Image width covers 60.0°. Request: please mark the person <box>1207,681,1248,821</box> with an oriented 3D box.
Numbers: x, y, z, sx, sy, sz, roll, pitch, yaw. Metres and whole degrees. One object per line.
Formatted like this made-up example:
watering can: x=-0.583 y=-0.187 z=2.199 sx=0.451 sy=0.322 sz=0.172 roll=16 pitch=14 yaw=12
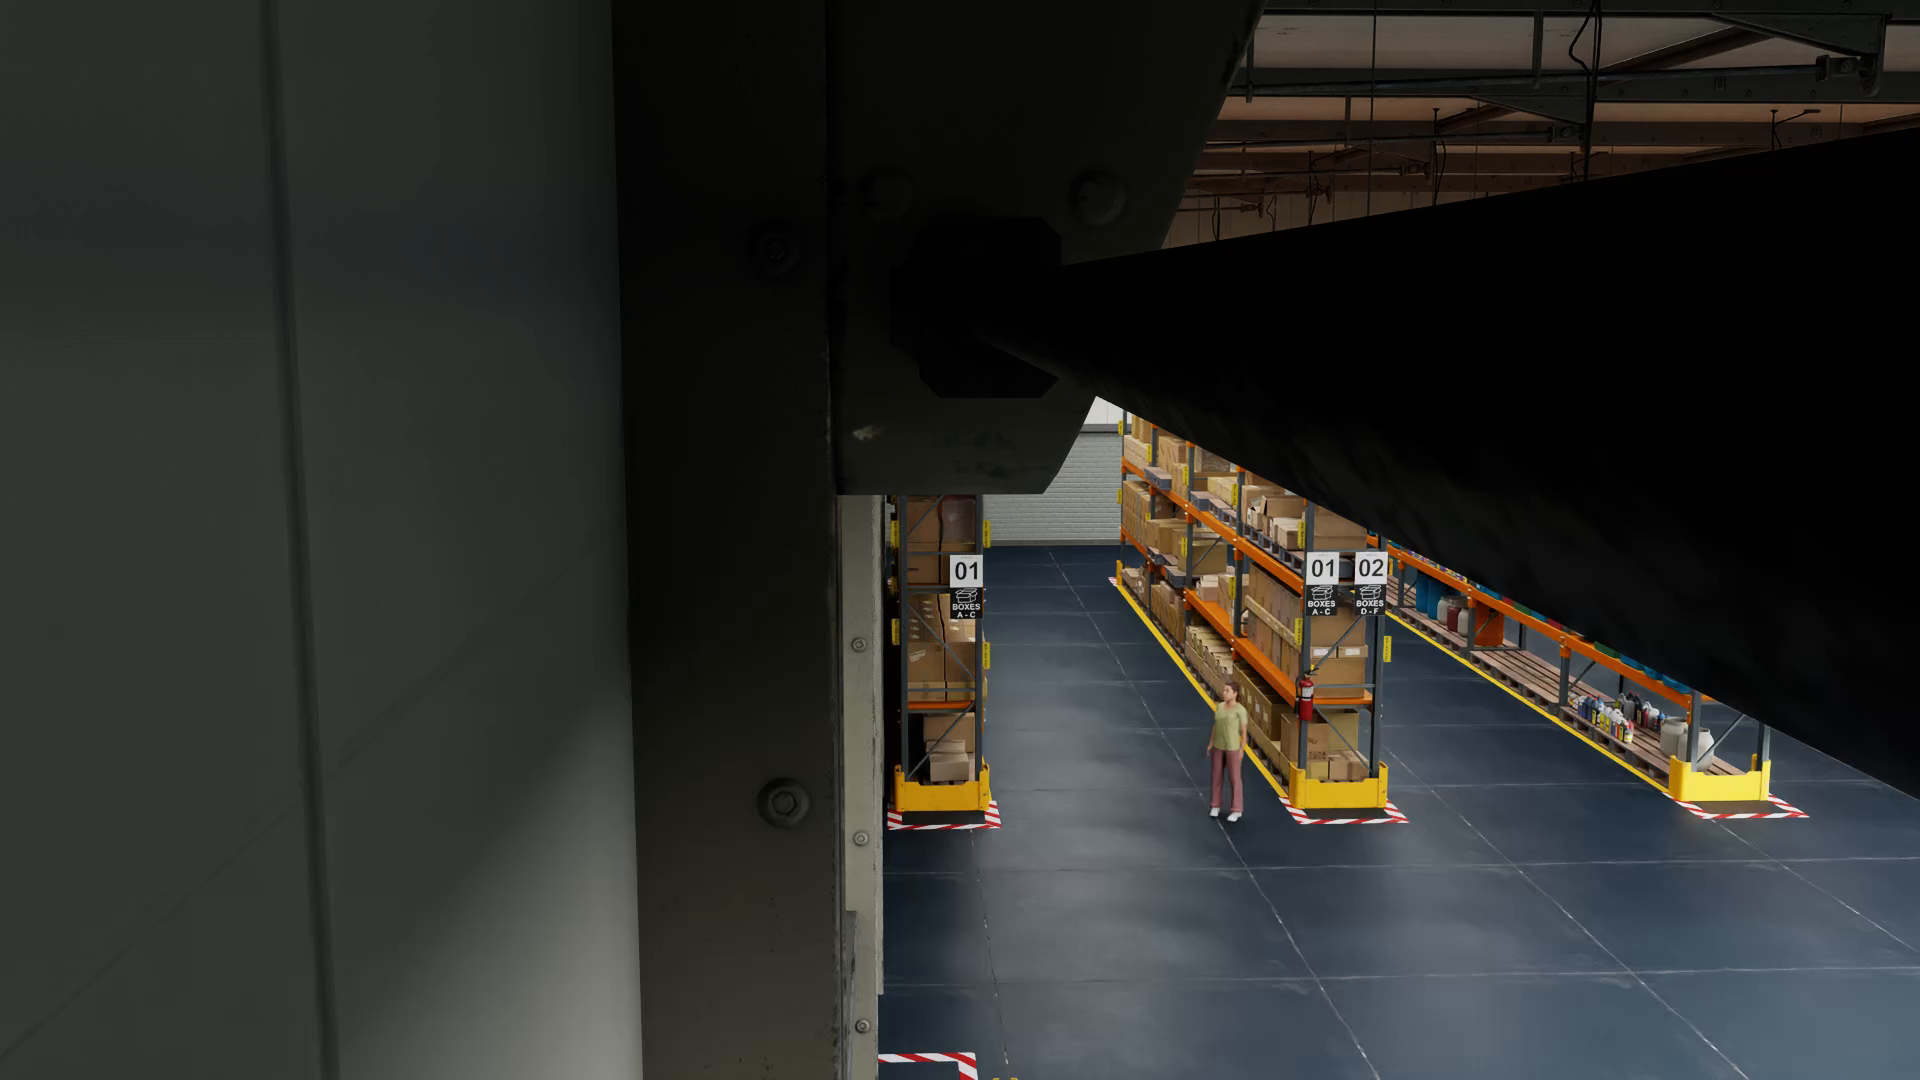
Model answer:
person: x=3.241 y=2.548 z=20.188 sx=0.492 sy=1.654 sz=0.399 roll=7 pitch=11 yaw=40
